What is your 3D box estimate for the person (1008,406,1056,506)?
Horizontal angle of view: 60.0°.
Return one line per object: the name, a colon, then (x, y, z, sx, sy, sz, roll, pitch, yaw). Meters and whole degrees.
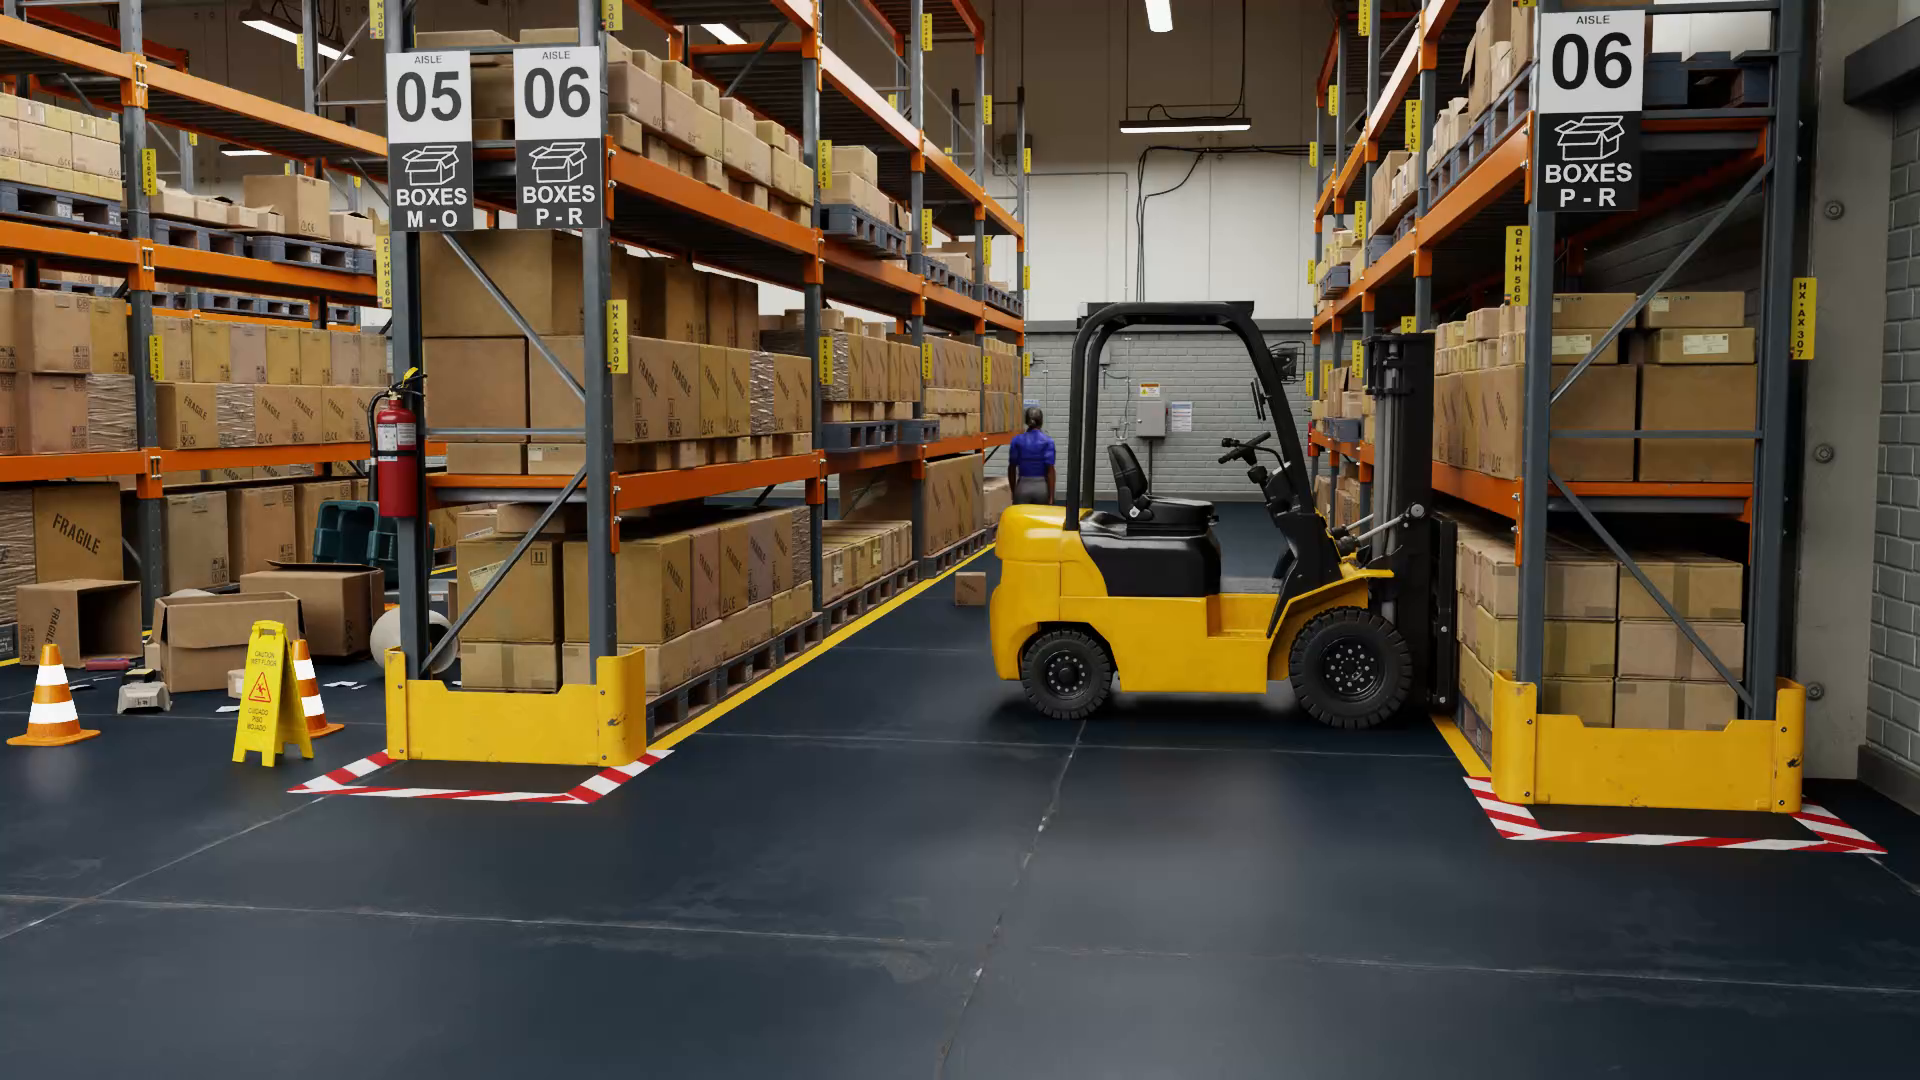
person: (0.658, -0.419, 15.132, 0.457, 1.600, 0.989, 1, 5, 10)
